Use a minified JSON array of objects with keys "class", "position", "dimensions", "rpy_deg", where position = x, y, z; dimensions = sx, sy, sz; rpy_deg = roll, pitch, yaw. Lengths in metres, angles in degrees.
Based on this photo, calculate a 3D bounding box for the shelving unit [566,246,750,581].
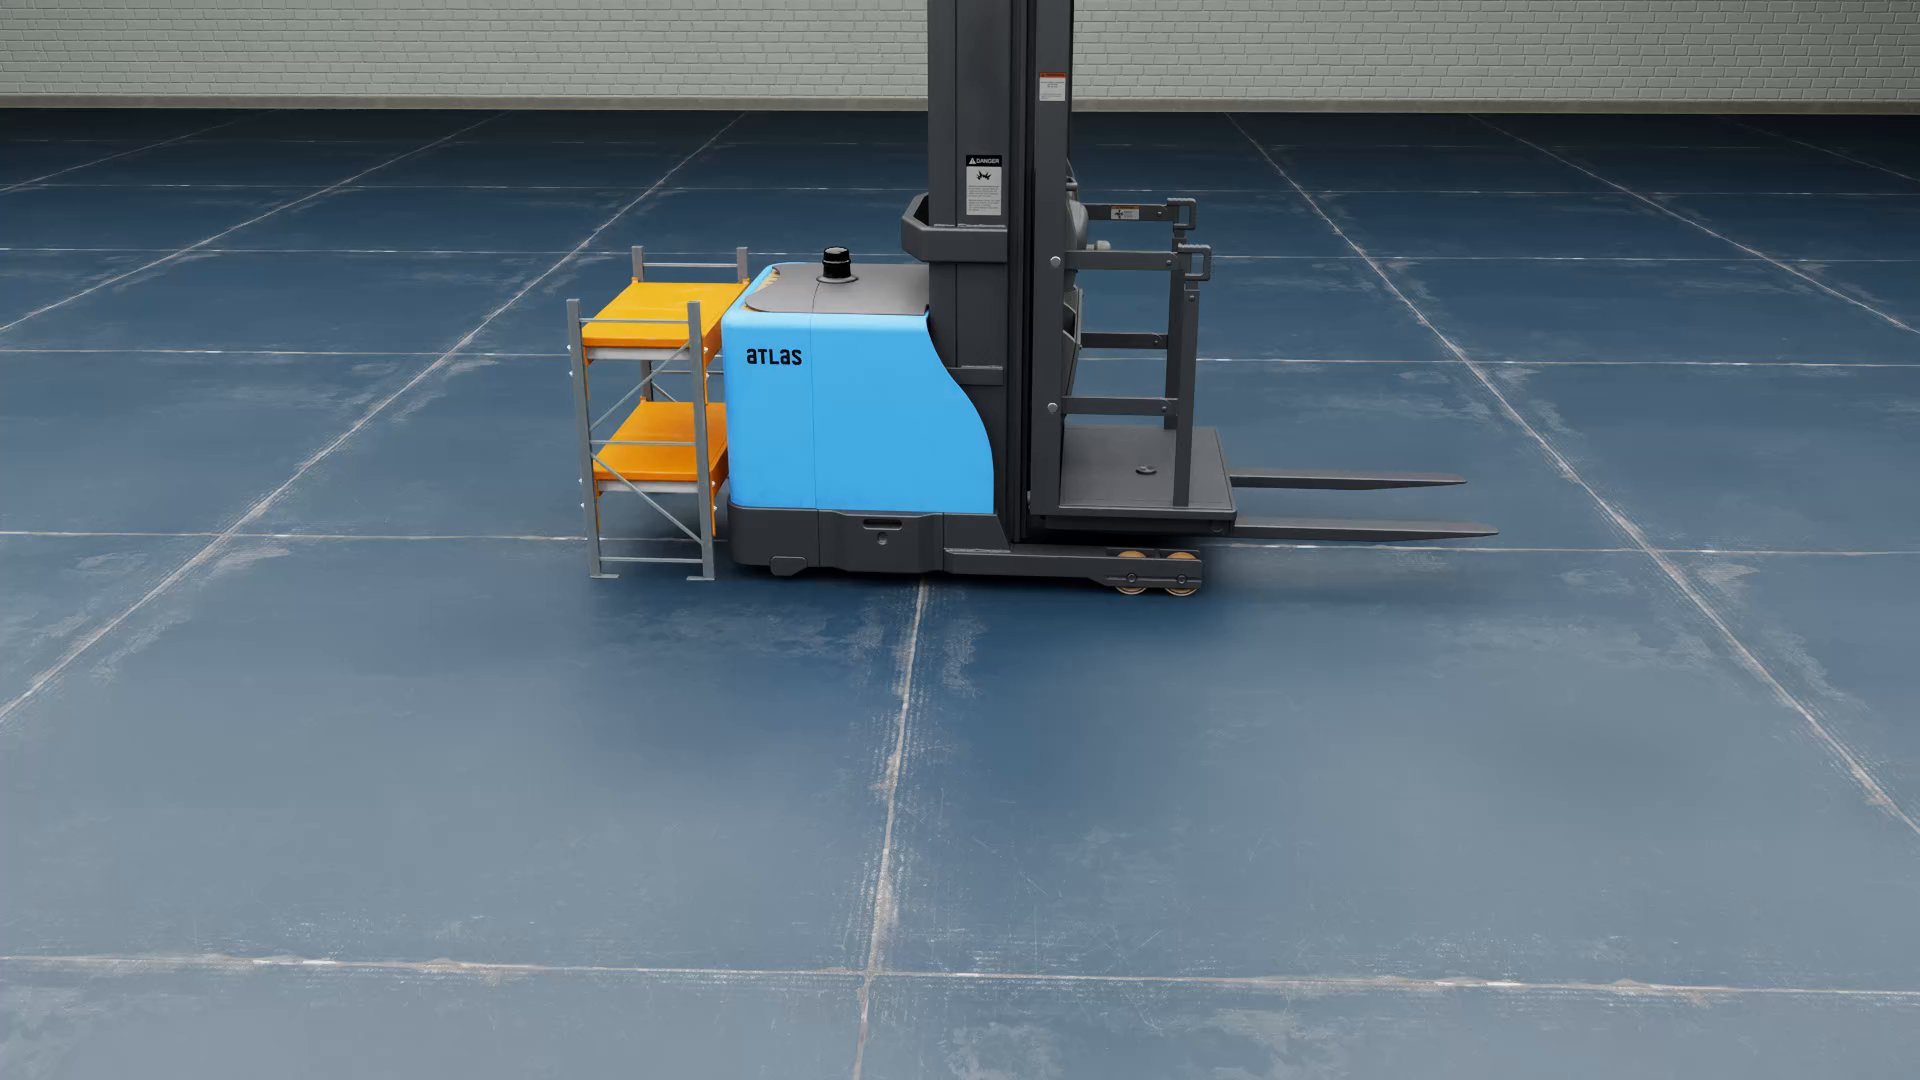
[{"class":"shelving unit","position":[-1.196,-0.556,6.906],"dimensions":[0.538,1.125,1.048],"rpy_deg":[1,21,3]}]

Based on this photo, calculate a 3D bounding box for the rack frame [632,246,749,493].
[{"class":"rack frame","position":[-1.167,-0.739,7.379],"dimensions":[0.500,1.125,0.032],"rpy_deg":[1,21,3]}]

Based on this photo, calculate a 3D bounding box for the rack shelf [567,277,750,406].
[{"class":"rack shelf","position":[-1.196,-0.829,6.800],"dimensions":[0.538,0.278,1.000],"rpy_deg":[1,21,3]}]

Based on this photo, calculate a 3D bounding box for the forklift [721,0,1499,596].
[{"class":"forklift","position":[0.620,-1.349,6.454],"dimensions":[3.031,2.935,1.130],"rpy_deg":[2,21,4]}]

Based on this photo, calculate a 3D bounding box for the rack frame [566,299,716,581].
[{"class":"rack frame","position":[-1.225,-0.372,6.433],"dimensions":[0.500,1.125,0.032],"rpy_deg":[1,21,3]}]

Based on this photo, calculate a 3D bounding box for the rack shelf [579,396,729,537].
[{"class":"rack shelf","position":[-1.196,-0.328,6.994],"dimensions":[0.538,0.278,1.000],"rpy_deg":[1,21,3]}]
